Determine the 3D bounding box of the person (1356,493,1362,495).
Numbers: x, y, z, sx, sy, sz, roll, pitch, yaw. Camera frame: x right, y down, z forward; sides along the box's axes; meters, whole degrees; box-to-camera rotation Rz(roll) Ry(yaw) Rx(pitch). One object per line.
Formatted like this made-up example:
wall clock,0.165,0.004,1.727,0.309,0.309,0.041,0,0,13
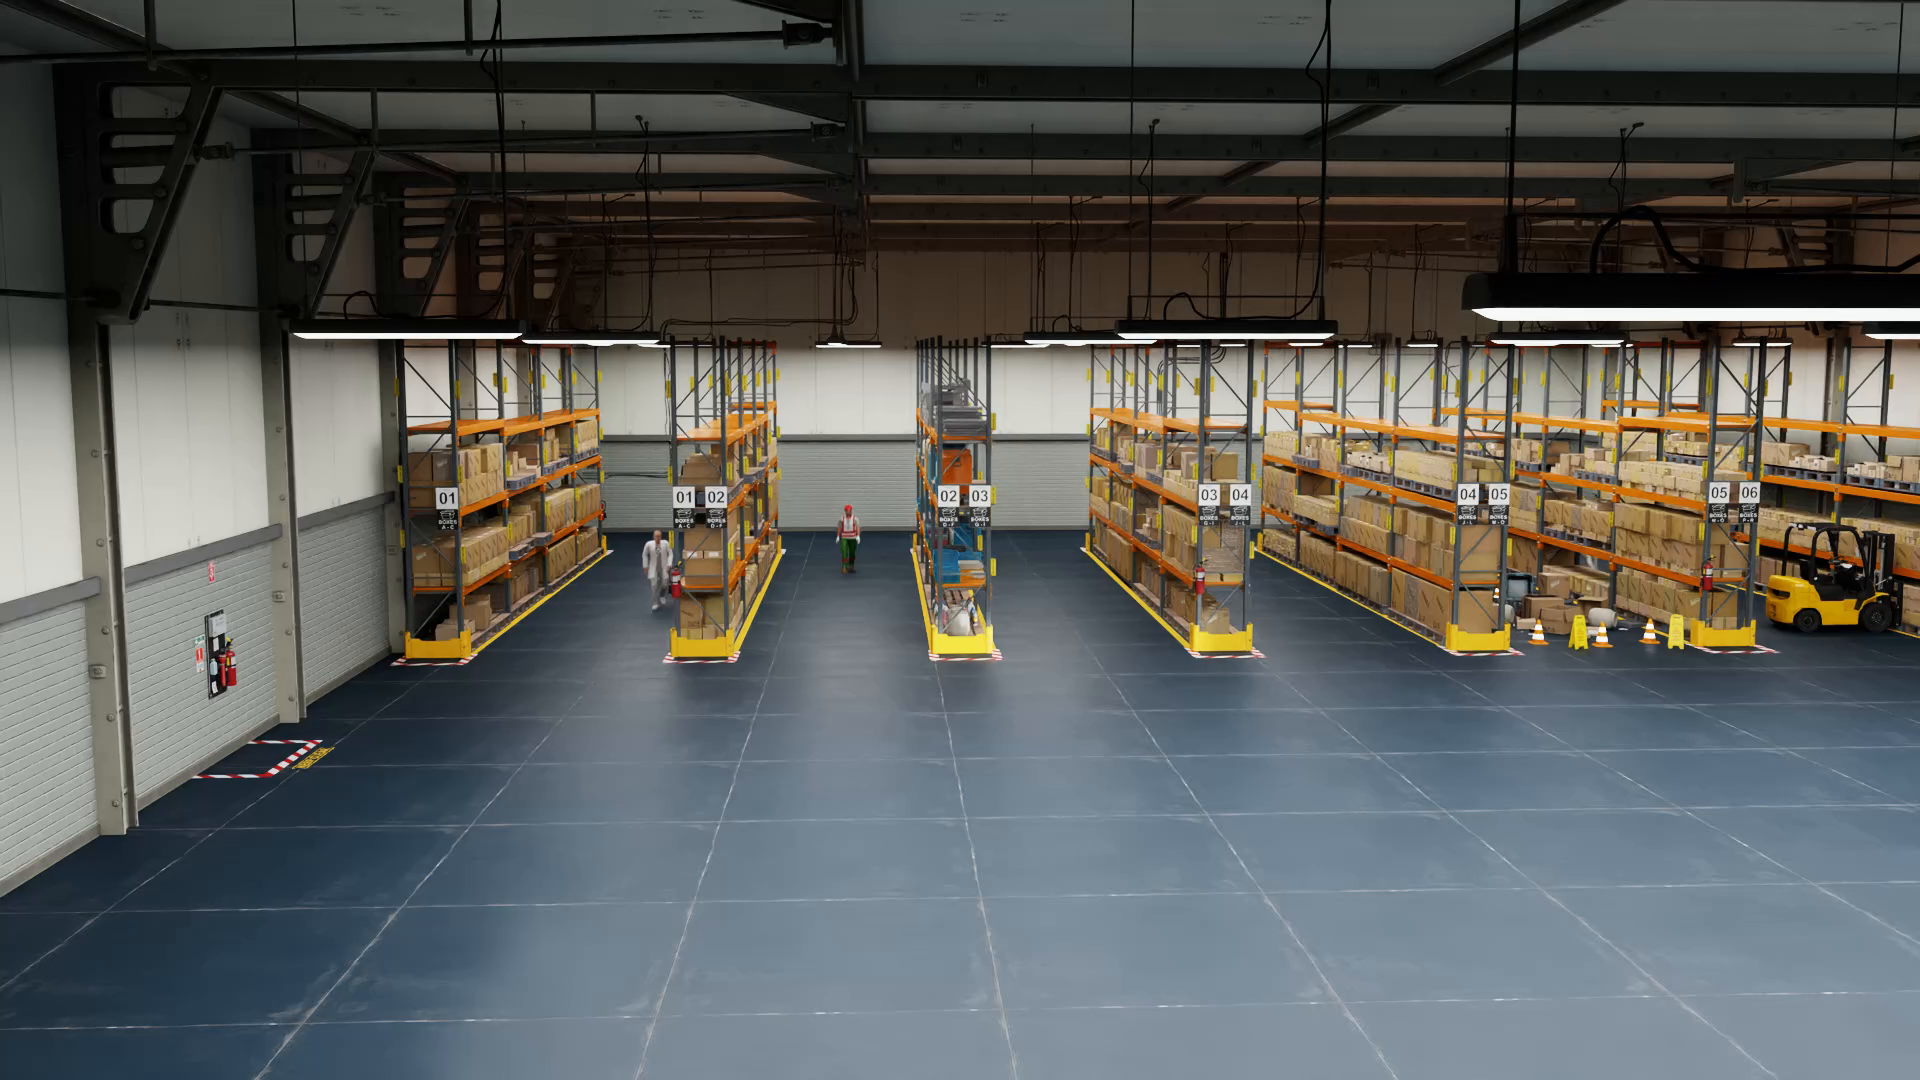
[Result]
person,11.379,-0.488,47.392,0.382,1.688,0.512,5,8,37

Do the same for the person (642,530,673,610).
person,-6.755,0.641,37.163,0.673,1.765,0.740,-2,7,-14

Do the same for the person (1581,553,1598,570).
person,16.363,0.023,43.019,0.485,1.697,0.388,-4,7,-30

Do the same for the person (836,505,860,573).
person,-2.900,-0.049,43.042,0.648,1.724,1.061,0,6,0
